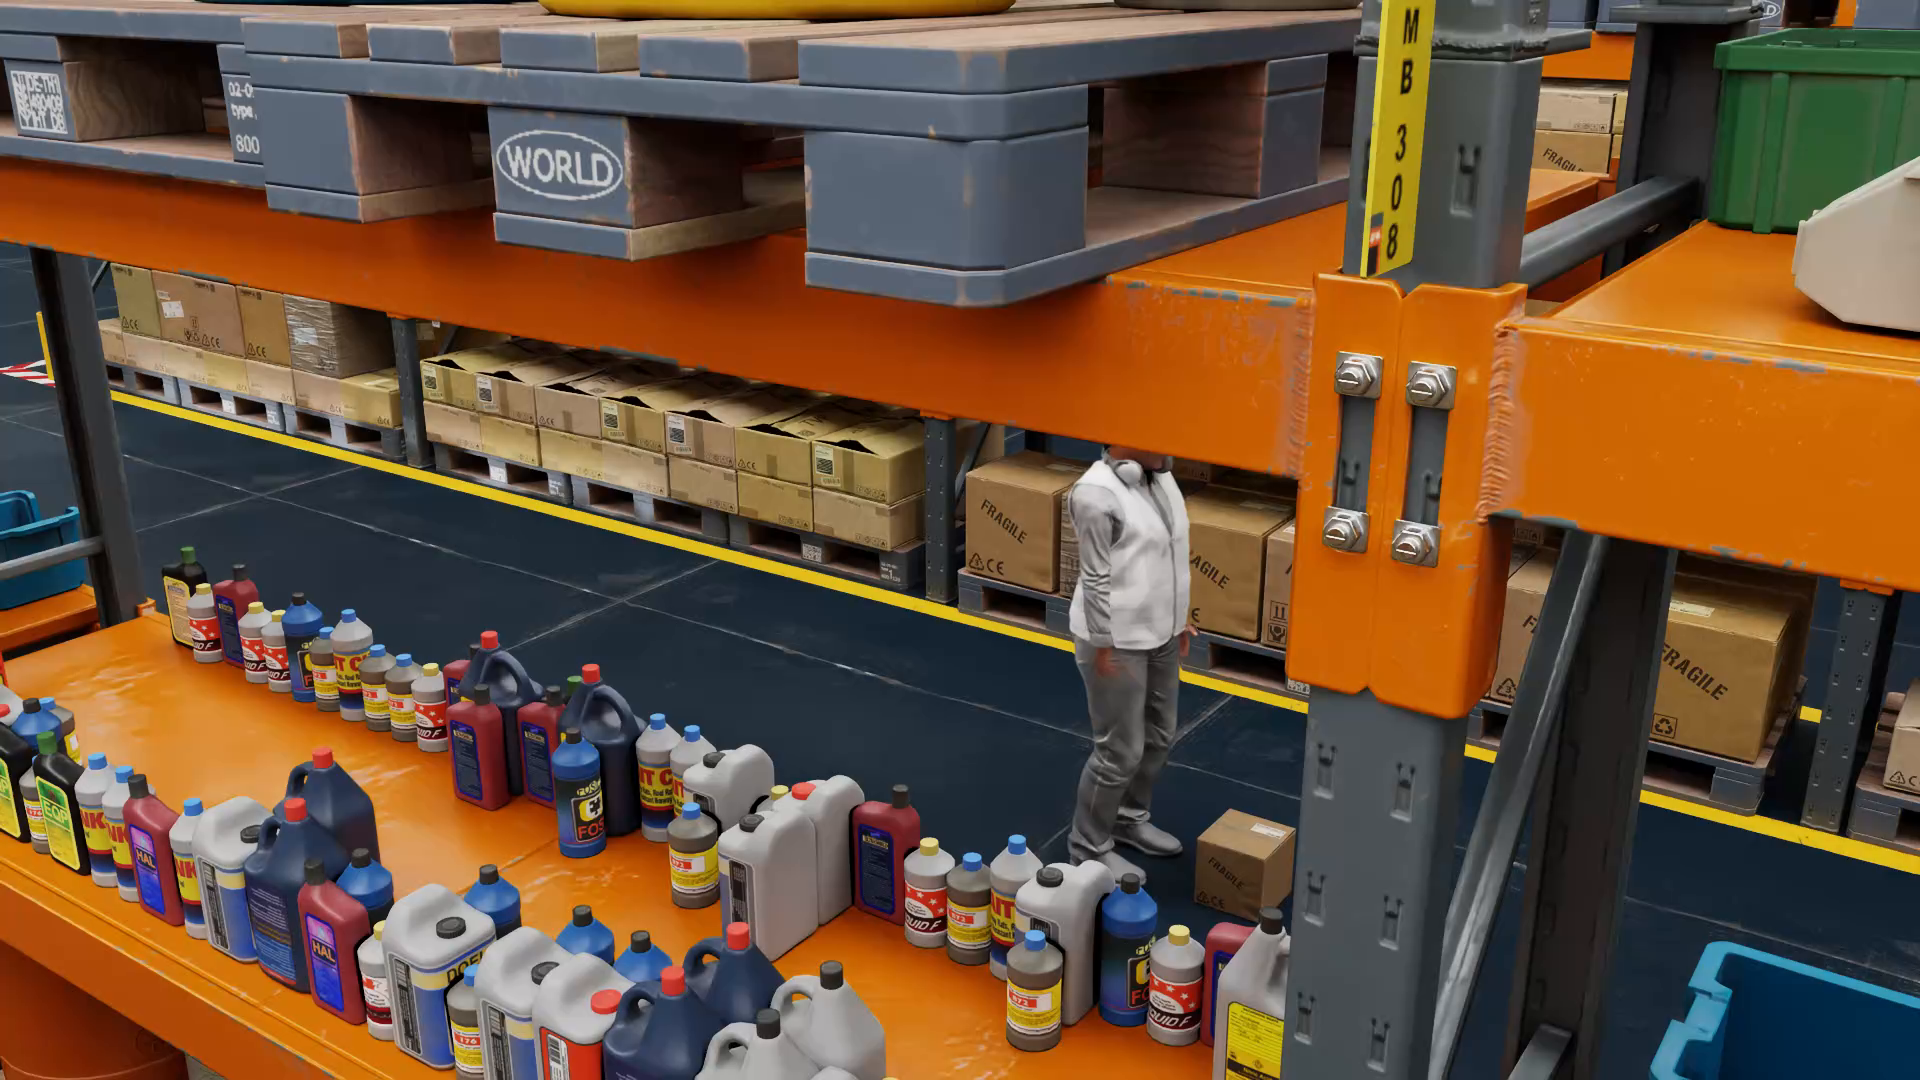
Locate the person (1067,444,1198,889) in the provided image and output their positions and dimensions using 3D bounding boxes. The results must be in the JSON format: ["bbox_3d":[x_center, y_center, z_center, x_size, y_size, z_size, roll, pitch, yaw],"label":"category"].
[{"bbox_3d":[0.590,0.306,5.695,0.357,1.763,0.534,13,24,33],"label":"person"}]
